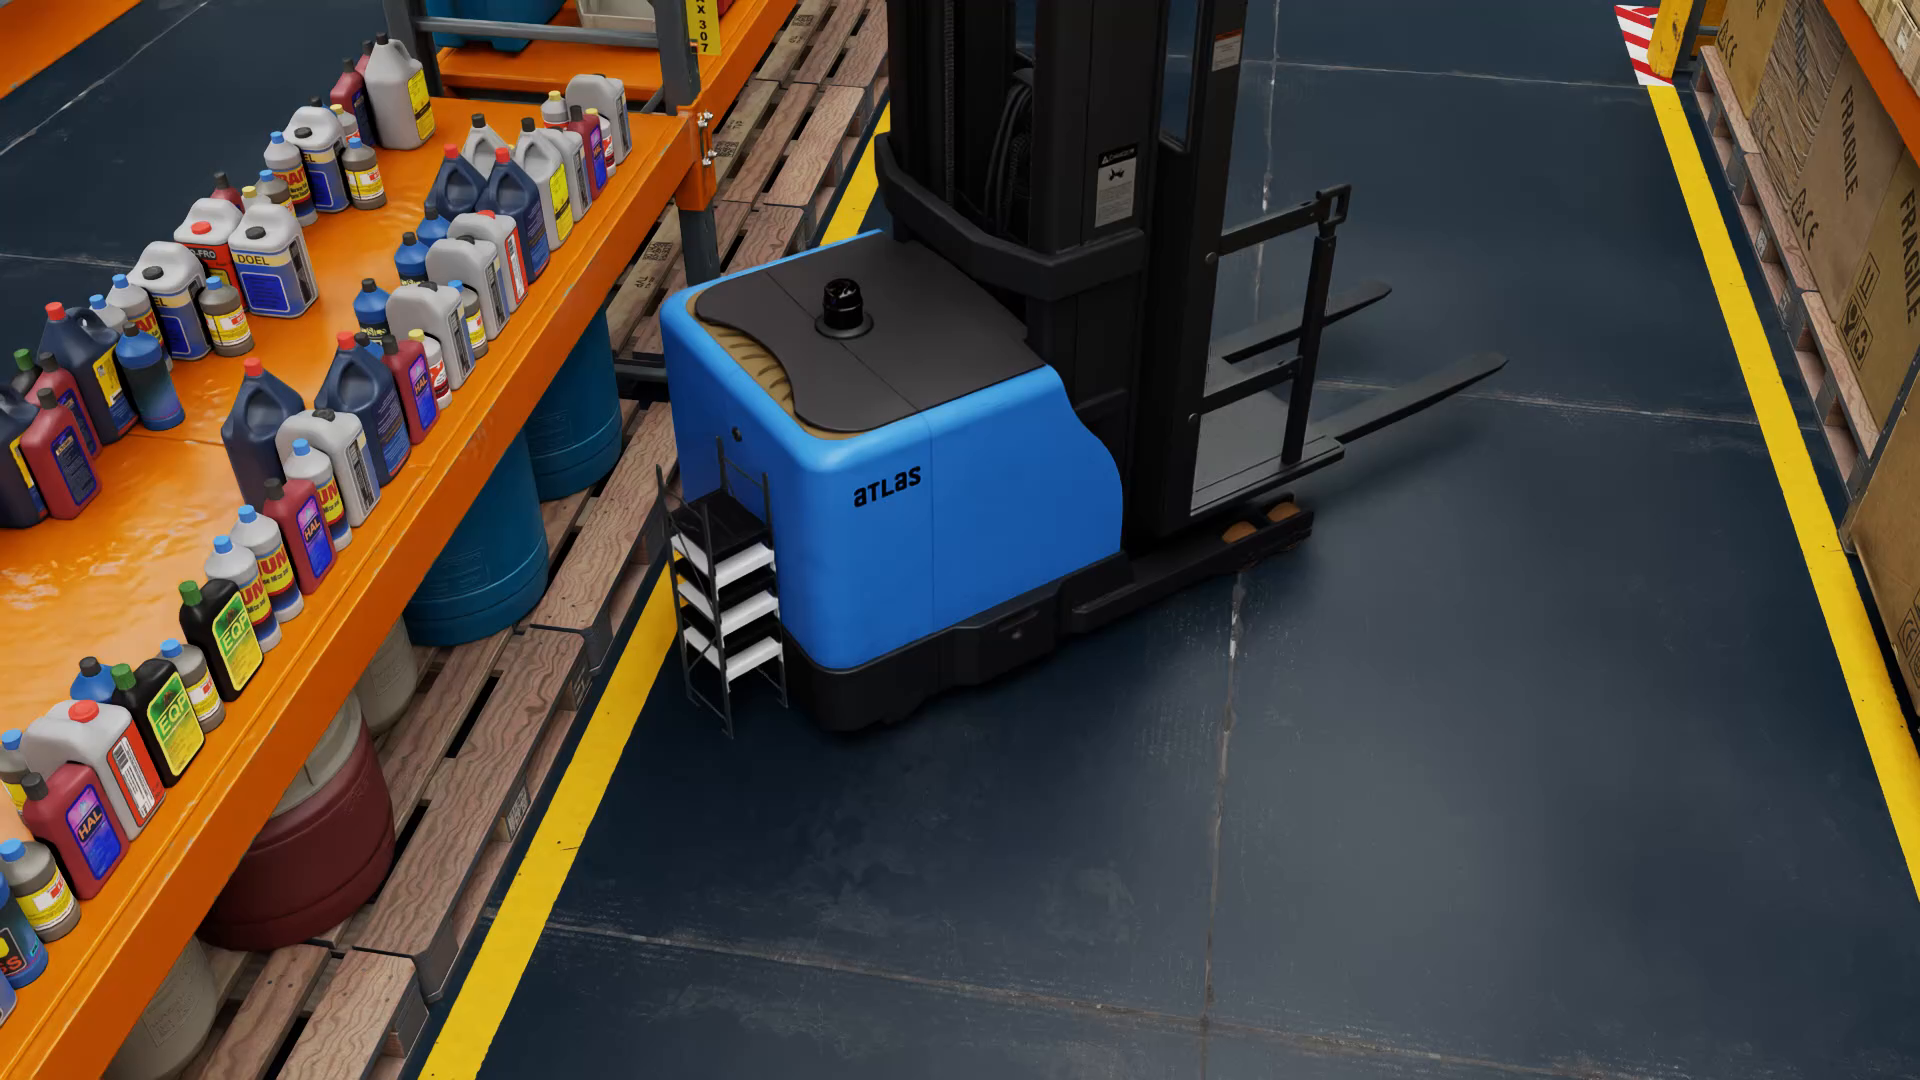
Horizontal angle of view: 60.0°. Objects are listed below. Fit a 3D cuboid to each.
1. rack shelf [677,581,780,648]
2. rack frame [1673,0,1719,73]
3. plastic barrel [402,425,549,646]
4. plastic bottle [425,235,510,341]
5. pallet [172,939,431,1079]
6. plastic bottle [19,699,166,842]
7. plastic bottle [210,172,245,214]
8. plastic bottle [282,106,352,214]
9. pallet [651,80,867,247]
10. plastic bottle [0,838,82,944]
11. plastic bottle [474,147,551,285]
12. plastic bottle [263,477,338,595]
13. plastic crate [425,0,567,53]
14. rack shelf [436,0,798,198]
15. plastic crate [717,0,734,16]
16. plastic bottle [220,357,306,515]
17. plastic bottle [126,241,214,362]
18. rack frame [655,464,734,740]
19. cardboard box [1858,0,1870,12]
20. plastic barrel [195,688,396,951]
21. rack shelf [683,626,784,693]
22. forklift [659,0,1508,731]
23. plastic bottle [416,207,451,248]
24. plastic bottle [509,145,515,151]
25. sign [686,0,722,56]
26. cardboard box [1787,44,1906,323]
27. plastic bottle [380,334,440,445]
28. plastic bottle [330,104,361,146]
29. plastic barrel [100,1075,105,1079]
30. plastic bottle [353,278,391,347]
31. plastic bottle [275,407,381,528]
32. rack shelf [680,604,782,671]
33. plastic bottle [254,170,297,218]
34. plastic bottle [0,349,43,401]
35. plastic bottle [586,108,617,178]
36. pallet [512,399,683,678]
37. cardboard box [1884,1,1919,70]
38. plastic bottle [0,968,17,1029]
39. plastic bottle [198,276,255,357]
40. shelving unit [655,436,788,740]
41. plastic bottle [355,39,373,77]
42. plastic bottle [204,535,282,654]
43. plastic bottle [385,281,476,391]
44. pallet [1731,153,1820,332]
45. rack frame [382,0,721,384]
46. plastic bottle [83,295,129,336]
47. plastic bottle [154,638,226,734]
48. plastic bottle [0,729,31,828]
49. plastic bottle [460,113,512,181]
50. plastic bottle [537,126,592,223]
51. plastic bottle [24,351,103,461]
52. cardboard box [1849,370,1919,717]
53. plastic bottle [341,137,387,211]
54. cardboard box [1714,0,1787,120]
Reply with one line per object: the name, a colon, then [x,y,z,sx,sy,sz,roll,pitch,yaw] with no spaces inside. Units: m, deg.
rack shelf: [-0.686,0.181,4.876,0.200,0.077,0.258,-29,47,-31]
rack frame: [4.219,-3.596,7.745,1.000,3.000,0.127,6,40,8]
plastic barrel: [-1.584,-0.201,4.956,0.600,0.901,0.708,6,40,8]
plastic bottle: [-1.275,-0.671,4.304,0.152,0.276,0.135,6,40,8]
pallet: [-1.948,1.454,3.826,1.003,0.211,1.213,6,40,8]
plastic bottle: [-1.570,0.400,3.009,0.152,0.276,0.135,6,40,8]
plastic bottle: [-1.988,-0.846,4.511,0.061,0.283,0.133,6,40,8]
plastic bottle: [-1.870,-1.106,4.831,0.152,0.276,0.135,6,40,8]
pallet: [-1.053,-1.791,7.750,1.003,0.211,1.213,6,40,8]
plastic bottle: [-1.586,0.589,2.840,0.097,0.201,0.097,0,40,0]
plastic bottle: [-1.220,-0.884,4.503,0.144,0.351,0.185,6,40,8]
plastic bottle: [-1.405,-0.032,3.527,0.061,0.283,0.133,6,40,8]
plastic crate: [-1.606,-1.979,5.755,0.392,0.384,0.575,6,40,8]
rack shelf: [-1.005,-2.609,7.117,1.077,0.370,4.000,6,40,8]
plastic crate: [-0.949,-2.212,5.974,0.402,0.464,0.583,6,40,8]
plastic bottle: [-1.552,-0.241,3.726,0.144,0.351,0.185,6,40,8]
plastic bottle: [-2.007,-0.609,4.229,0.152,0.276,0.135,6,40,8]
rack frame: [-0.762,0.197,4.803,0.006,0.900,0.240,-29,47,-31]
cardboard box: [3.479,-2.023,6.039,0.380,0.149,0.250,6,40,7]
plastic barrel: [-1.780,0.629,4.198,0.600,0.588,0.708,6,40,8]
rack shelf: [-0.687,0.320,4.990,0.200,0.077,0.258,-29,47,-31]
forklift: [0.603,-1.285,5.004,3.031,2.935,1.130,-23,45,-25]
plastic bottle: [-1.377,-0.755,4.410,0.097,0.271,0.097,0,40,0]
plastic bottle: [-1.290,-1.045,4.816,0.097,0.201,0.097,0,40,0]
sign: [-0.810,-1.676,5.206,0.100,0.325,0.005,6,40,8]
cardboard box: [3.876,-1.399,6.425,0.875,0.875,0.875,6,40,8]
plastic bottle: [-1.310,-0.378,3.944,0.061,0.283,0.133,6,40,8]
plastic bottle: [-1.860,-1.214,5.020,0.097,0.201,0.097,0,40,0]
plastic barrel: [-1.975,1.244,3.264,0.600,0.830,0.708,6,40,8]
plastic bottle: [-1.441,-0.525,4.132,0.097,0.271,0.097,0,40,0]
plastic bottle: [-1.410,-0.180,3.711,0.152,0.276,0.135,6,40,8]
rack shelf: [-0.686,0.250,4.933,0.200,0.077,0.258,-29,47,-31]
plastic bottle: [-1.934,-0.946,4.696,0.097,0.201,0.097,0,40,0]
plastic bottle: [-2.141,-0.294,3.843,0.061,0.283,0.133,6,40,8]
plastic bottle: [-1.094,-1.196,4.999,0.097,0.201,0.097,0,40,0]
pallet: [-1.526,-0.077,5.678,1.003,0.211,1.213,6,40,8]
cardboard box: [3.391,-1.700,5.649,0.380,0.149,0.250,7,40,9]
plastic bottle: [-1.650,0.691,2.658,0.152,0.276,0.135,6,40,8]
plastic bottle: [-1.881,-0.578,4.251,0.097,0.201,0.097,0,40,0]
shelving unit: [-0.685,0.155,4.855,0.210,0.900,0.258,-29,47,-31]
plastic bottle: [-1.835,-1.404,5.185,0.061,0.283,0.133,6,40,8]
plastic bottle: [-1.460,0.104,3.371,0.097,0.271,0.097,0,40,0]
plastic bottle: [-1.315,-0.525,4.128,0.152,0.276,0.135,6,40,8]
pallet: [3.945,-1.247,7.093,1.003,0.211,1.213,6,40,8]
rack frame: [-1.351,-1.632,5.369,1.000,3.000,0.127,6,40,8]
plastic bottle: [-2.071,-0.476,4.073,0.097,0.271,0.097,0,40,0]
plastic bottle: [-1.500,0.276,3.219,0.097,0.201,0.097,0,40,0]
plastic bottle: [-1.696,0.427,3.035,0.097,0.201,0.097,0,40,0]
plastic bottle: [-1.330,-1.016,4.663,0.144,0.351,0.185,6,40,8]
plastic bottle: [-1.164,-1.071,4.789,0.152,0.276,0.135,6,40,8]
plastic bottle: [-2.081,-0.287,3.835,0.061,0.283,0.133,6,40,8]
cardboard box: [3.436,-0.025,4.764,1.225,0.875,0.875,7,40,8]
plastic bottle: [-1.744,-1.075,4.852,0.097,0.201,0.097,0,40,0]
cardboard box: [4.187,-2.528,7.792,0.875,0.875,0.875,6,40,8]
